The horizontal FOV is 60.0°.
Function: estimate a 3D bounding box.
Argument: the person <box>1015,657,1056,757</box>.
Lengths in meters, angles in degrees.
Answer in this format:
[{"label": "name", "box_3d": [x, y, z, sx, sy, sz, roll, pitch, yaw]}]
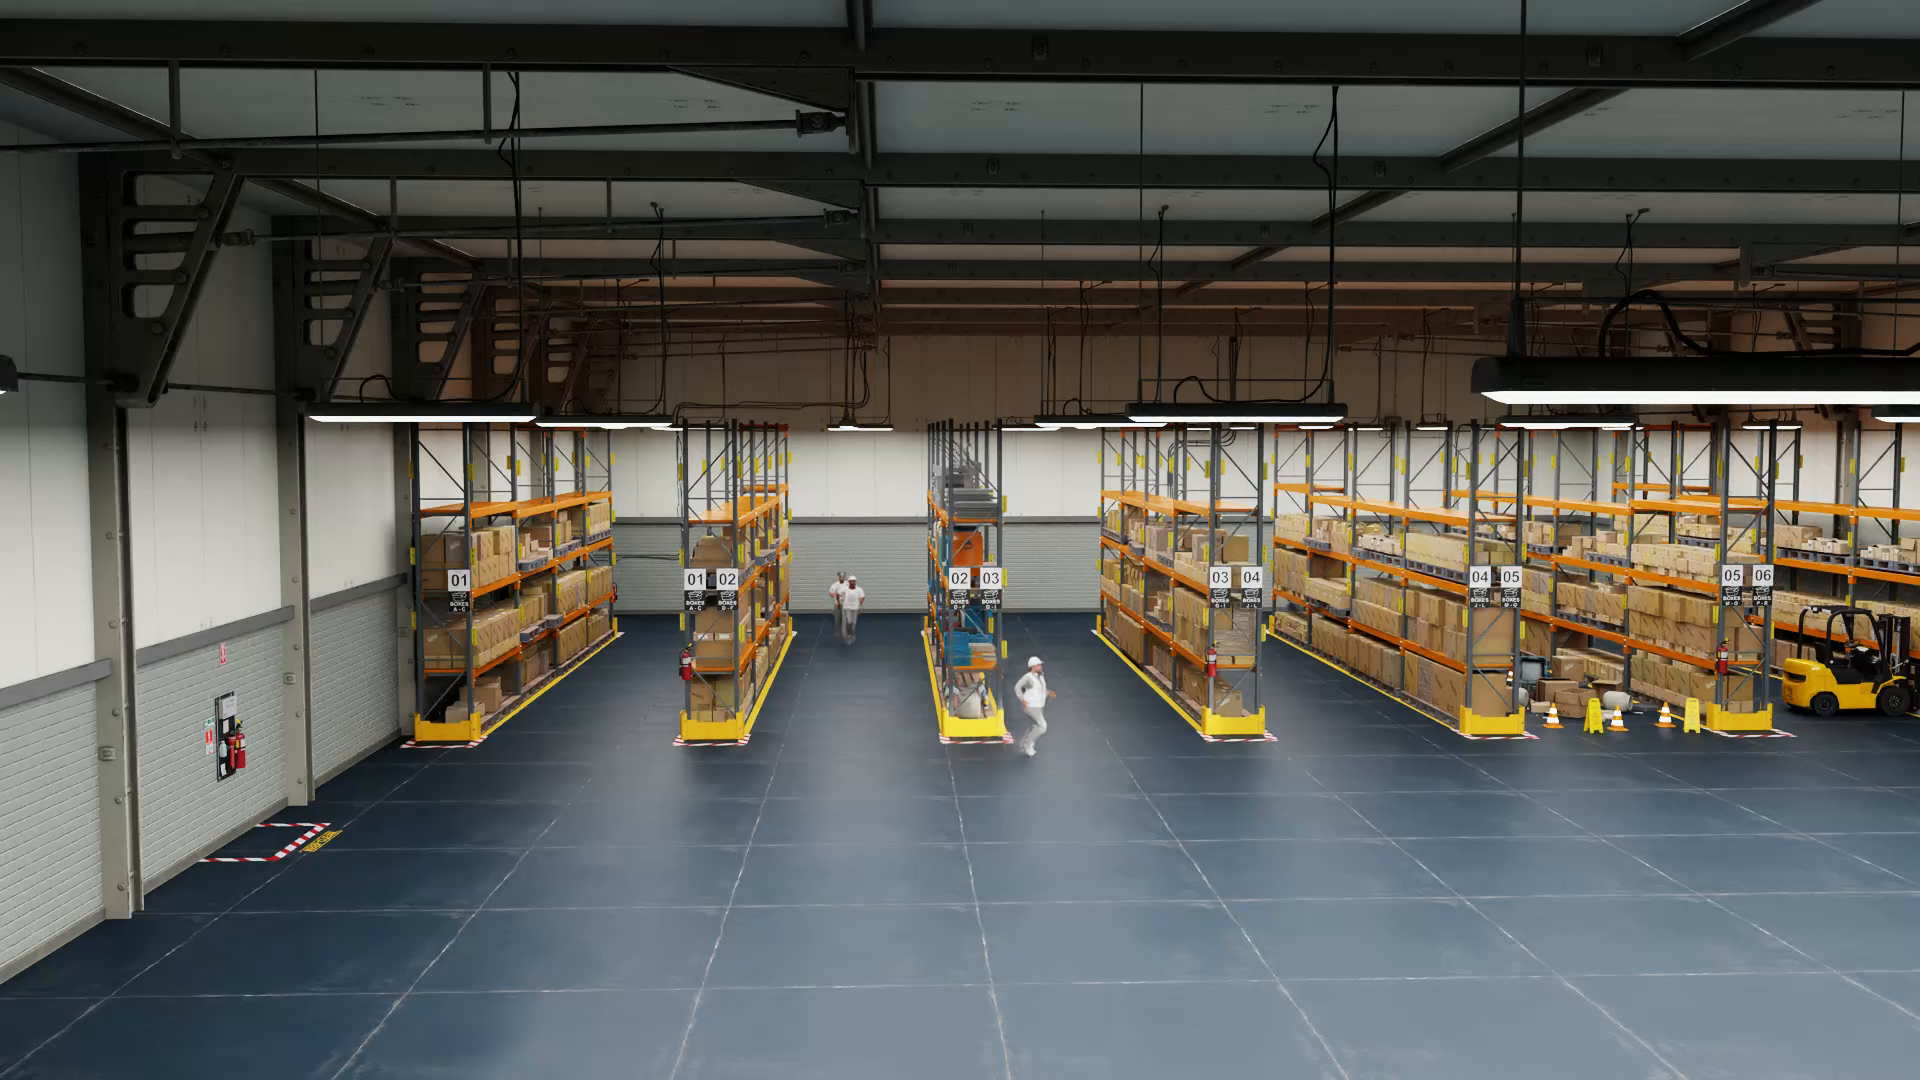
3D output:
[{"label": "person", "box_3d": [1.352, 2.953, 29.514, 0.677, 1.761, 0.661, 2, 4, 29]}]

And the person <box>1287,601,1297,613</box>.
[{"label": "person", "box_3d": [9.891, 1.769, 49.039, 0.778, 1.766, 0.759, 2, 4, 25]}]

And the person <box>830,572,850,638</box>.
[{"label": "person", "box_3d": [-3.166, 1.744, 44.497, 0.666, 1.809, 0.836, -1, 4, -14]}]

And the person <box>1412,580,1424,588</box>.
[{"label": "person", "box_3d": [13.518, 1.781, 49.341, 0.670, 1.616, 0.537, 0, 4, 5]}]

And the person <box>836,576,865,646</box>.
[{"label": "person", "box_3d": [-2.818, 1.830, 43.219, 0.726, 1.818, 0.692, -1, 4, -15]}]
